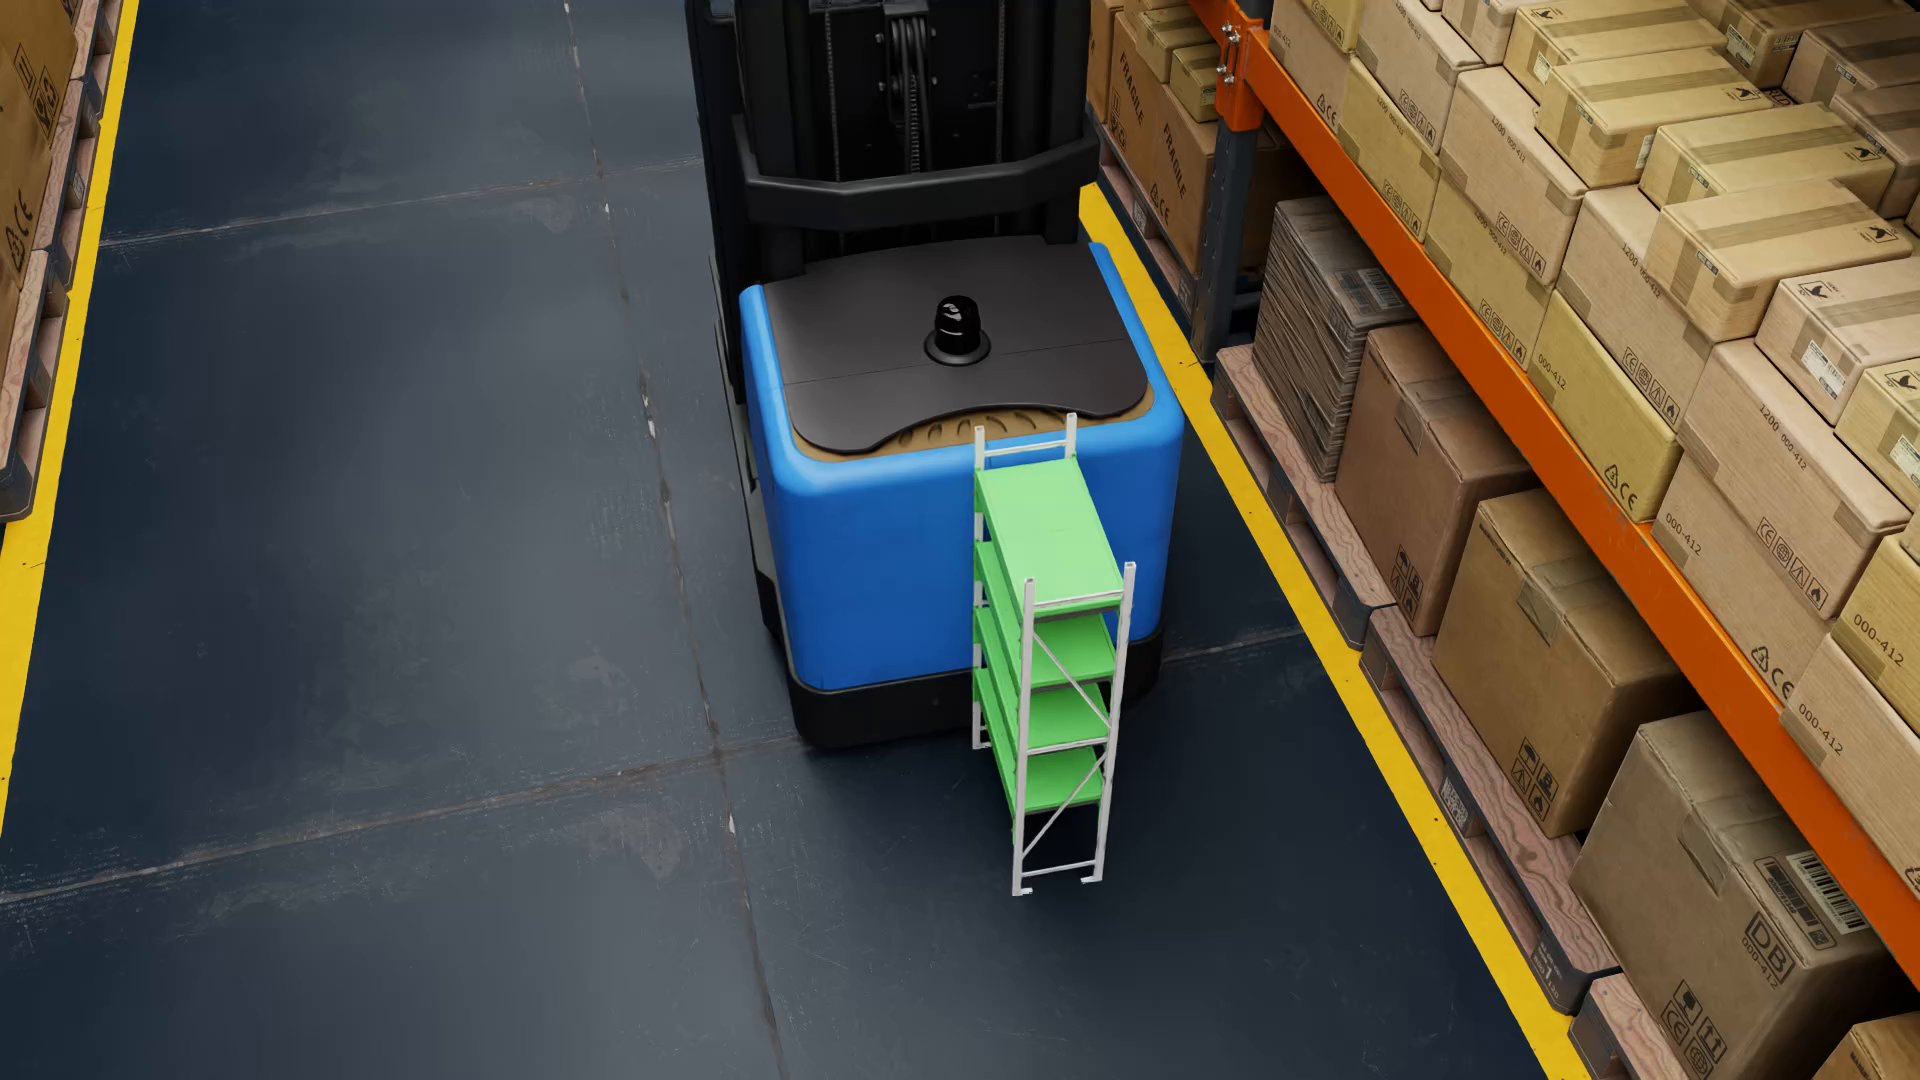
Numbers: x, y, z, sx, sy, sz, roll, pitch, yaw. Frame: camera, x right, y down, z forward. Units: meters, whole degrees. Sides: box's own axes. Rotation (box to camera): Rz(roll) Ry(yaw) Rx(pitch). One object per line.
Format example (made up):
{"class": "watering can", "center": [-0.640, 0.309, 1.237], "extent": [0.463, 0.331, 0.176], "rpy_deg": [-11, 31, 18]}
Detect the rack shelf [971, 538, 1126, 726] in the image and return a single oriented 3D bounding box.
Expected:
{"class": "rack shelf", "center": [0.203, 0.194, 3.973], "extent": [0.258, 0.148, 0.480], "rpy_deg": [-9, 46, -8]}

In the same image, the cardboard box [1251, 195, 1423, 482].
{"class": "cardboard box", "center": [1.464, -0.677, 5.182], "extent": [0.875, 0.625, 0.625], "rpy_deg": [-9, 46, -9]}

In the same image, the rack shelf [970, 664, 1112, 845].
{"class": "rack shelf", "center": [0.203, 0.530, 4.316], "extent": [0.258, 0.148, 0.480], "rpy_deg": [-9, 46, -8]}

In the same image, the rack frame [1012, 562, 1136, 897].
{"class": "rack frame", "center": [0.254, 0.488, 3.931], "extent": [0.240, 1.200, 0.015], "rpy_deg": [-9, 46, -8]}

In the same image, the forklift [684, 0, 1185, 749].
{"class": "forklift", "center": [-0.238, -1.521, 4.688], "extent": [1.130, 2.935, 3.031], "rpy_deg": [-9, 46, -8]}

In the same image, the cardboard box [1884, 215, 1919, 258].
{"class": "cardboard box", "center": [2.081, -0.609, 3.502], "extent": [0.500, 0.250, 0.500], "rpy_deg": [-12, 47, -11]}

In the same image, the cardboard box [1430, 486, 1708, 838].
{"class": "cardboard box", "center": [1.812, 0.238, 4.285], "extent": [0.875, 0.625, 0.625], "rpy_deg": [-12, 47, -12]}

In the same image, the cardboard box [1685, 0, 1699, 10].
{"class": "cardboard box", "center": [1.909, -1.362, 3.960], "extent": [0.380, 0.149, 0.250], "rpy_deg": [-12, 47, -11]}

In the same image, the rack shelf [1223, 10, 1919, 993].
{"class": "rack shelf", "center": [1.830, -0.161, 3.812], "extent": [1.077, 0.370, 4.000], "rpy_deg": [-11, 47, -10]}

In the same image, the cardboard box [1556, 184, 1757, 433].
{"class": "cardboard box", "center": [1.594, -0.507, 3.401], "extent": [0.500, 0.250, 0.500], "rpy_deg": [-10, 46, -10]}

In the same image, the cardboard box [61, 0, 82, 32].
{"class": "cardboard box", "center": [-4.268, -2.635, 6.926], "extent": [0.875, 0.875, 0.875], "rpy_deg": [-9, 46, -9]}

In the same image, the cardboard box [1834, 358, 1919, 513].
{"class": "cardboard box", "center": [1.742, -0.193, 2.815], "extent": [0.380, 0.149, 0.250], "rpy_deg": [-12, 47, -11]}

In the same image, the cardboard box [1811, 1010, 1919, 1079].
{"class": "cardboard box", "center": [2.197, 1.294, 3.251], "extent": [0.875, 0.625, 0.625], "rpy_deg": [-9, 46, -9]}

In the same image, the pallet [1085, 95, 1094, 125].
{"class": "pallet", "center": [0.854, -2.181, 7.240], "extent": [1.003, 0.211, 1.213], "rpy_deg": [-11, 47, -10]}

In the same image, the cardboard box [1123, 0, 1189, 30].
{"class": "cardboard box", "center": [0.822, -1.960, 6.073], "extent": [0.380, 0.149, 0.250], "rpy_deg": [-12, 47, -12]}

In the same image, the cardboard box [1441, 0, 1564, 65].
{"class": "cardboard box", "center": [1.354, -1.247, 3.848], "extent": [0.380, 0.149, 0.250], "rpy_deg": [-10, 46, -10]}

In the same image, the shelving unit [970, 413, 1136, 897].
{"class": "shelving unit", "center": [0.203, 0.318, 4.099], "extent": [0.258, 1.200, 0.503], "rpy_deg": [-9, 46, -8]}

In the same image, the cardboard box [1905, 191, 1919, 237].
{"class": "cardboard box", "center": [2.114, -0.637, 3.250], "extent": [0.380, 0.149, 0.250], "rpy_deg": [-10, 46, -10]}

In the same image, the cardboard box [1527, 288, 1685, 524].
{"class": "cardboard box", "center": [1.589, -0.330, 3.578], "extent": [0.500, 0.250, 0.500], "rpy_deg": [-9, 46, -9]}

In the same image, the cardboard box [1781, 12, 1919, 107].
{"class": "cardboard box", "center": [2.045, -1.010, 3.615], "extent": [0.380, 0.149, 0.250], "rpy_deg": [-11, 47, -11]}

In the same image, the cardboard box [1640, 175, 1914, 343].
{"class": "cardboard box", "center": [1.541, -0.535, 3.150], "extent": [0.380, 0.149, 0.250], "rpy_deg": [-12, 47, -11]}

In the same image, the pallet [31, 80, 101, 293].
{"class": "pallet", "center": [-3.917, -1.307, 6.383], "extent": [1.003, 0.211, 1.213], "rpy_deg": [-11, 47, -10]}

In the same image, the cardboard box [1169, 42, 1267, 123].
{"class": "cardboard box", "center": [0.946, -1.588, 5.708], "extent": [0.380, 0.149, 0.250], "rpy_deg": [-13, 47, -12]}

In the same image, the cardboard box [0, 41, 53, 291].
{"class": "cardboard box", "center": [-3.801, -1.396, 5.711], "extent": [0.875, 0.875, 0.875], "rpy_deg": [-10, 46, -10]}

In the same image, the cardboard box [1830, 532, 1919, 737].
{"class": "cardboard box", "center": [1.830, 0.199, 2.710], "extent": [0.500, 0.250, 0.500], "rpy_deg": [-12, 47, -11]}

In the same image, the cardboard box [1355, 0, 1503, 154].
{"class": "cardboard box", "center": [1.322, -1.220, 4.100], "extent": [0.500, 0.250, 0.500], "rpy_deg": [-9, 46, -9]}

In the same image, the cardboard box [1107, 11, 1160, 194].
{"class": "cardboard box", "center": [0.884, -1.666, 6.239], "extent": [0.500, 0.500, 0.500], "rpy_deg": [-11, 47, -11]}

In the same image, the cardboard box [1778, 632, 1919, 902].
{"class": "cardboard box", "center": [1.826, 0.374, 2.888], "extent": [0.500, 0.250, 0.500], "rpy_deg": [-11, 47, -11]}

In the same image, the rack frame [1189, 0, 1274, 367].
{"class": "rack frame", "center": [1.318, -1.794, 4.908], "extent": [1.000, 3.000, 0.127], "rpy_deg": [-11, 47, -10]}

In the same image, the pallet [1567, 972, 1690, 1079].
{"class": "pallet", "center": [2.115, 1.442, 3.689], "extent": [1.003, 0.211, 1.213], "rpy_deg": [-11, 47, -10]}

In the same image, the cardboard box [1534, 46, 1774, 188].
{"class": "cardboard box", "center": [1.455, -0.893, 3.501], "extent": [0.380, 0.149, 0.250], "rpy_deg": [-10, 46, -9]}

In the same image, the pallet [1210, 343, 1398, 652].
{"class": "pallet", "center": [1.491, -0.243, 5.340], "extent": [1.003, 0.211, 1.213], "rpy_deg": [-11, 47, -10]}

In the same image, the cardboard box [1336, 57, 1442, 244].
{"class": "cardboard box", "center": [1.319, -1.042, 4.276], "extent": [0.500, 0.250, 0.500], "rpy_deg": [-12, 47, -11]}
